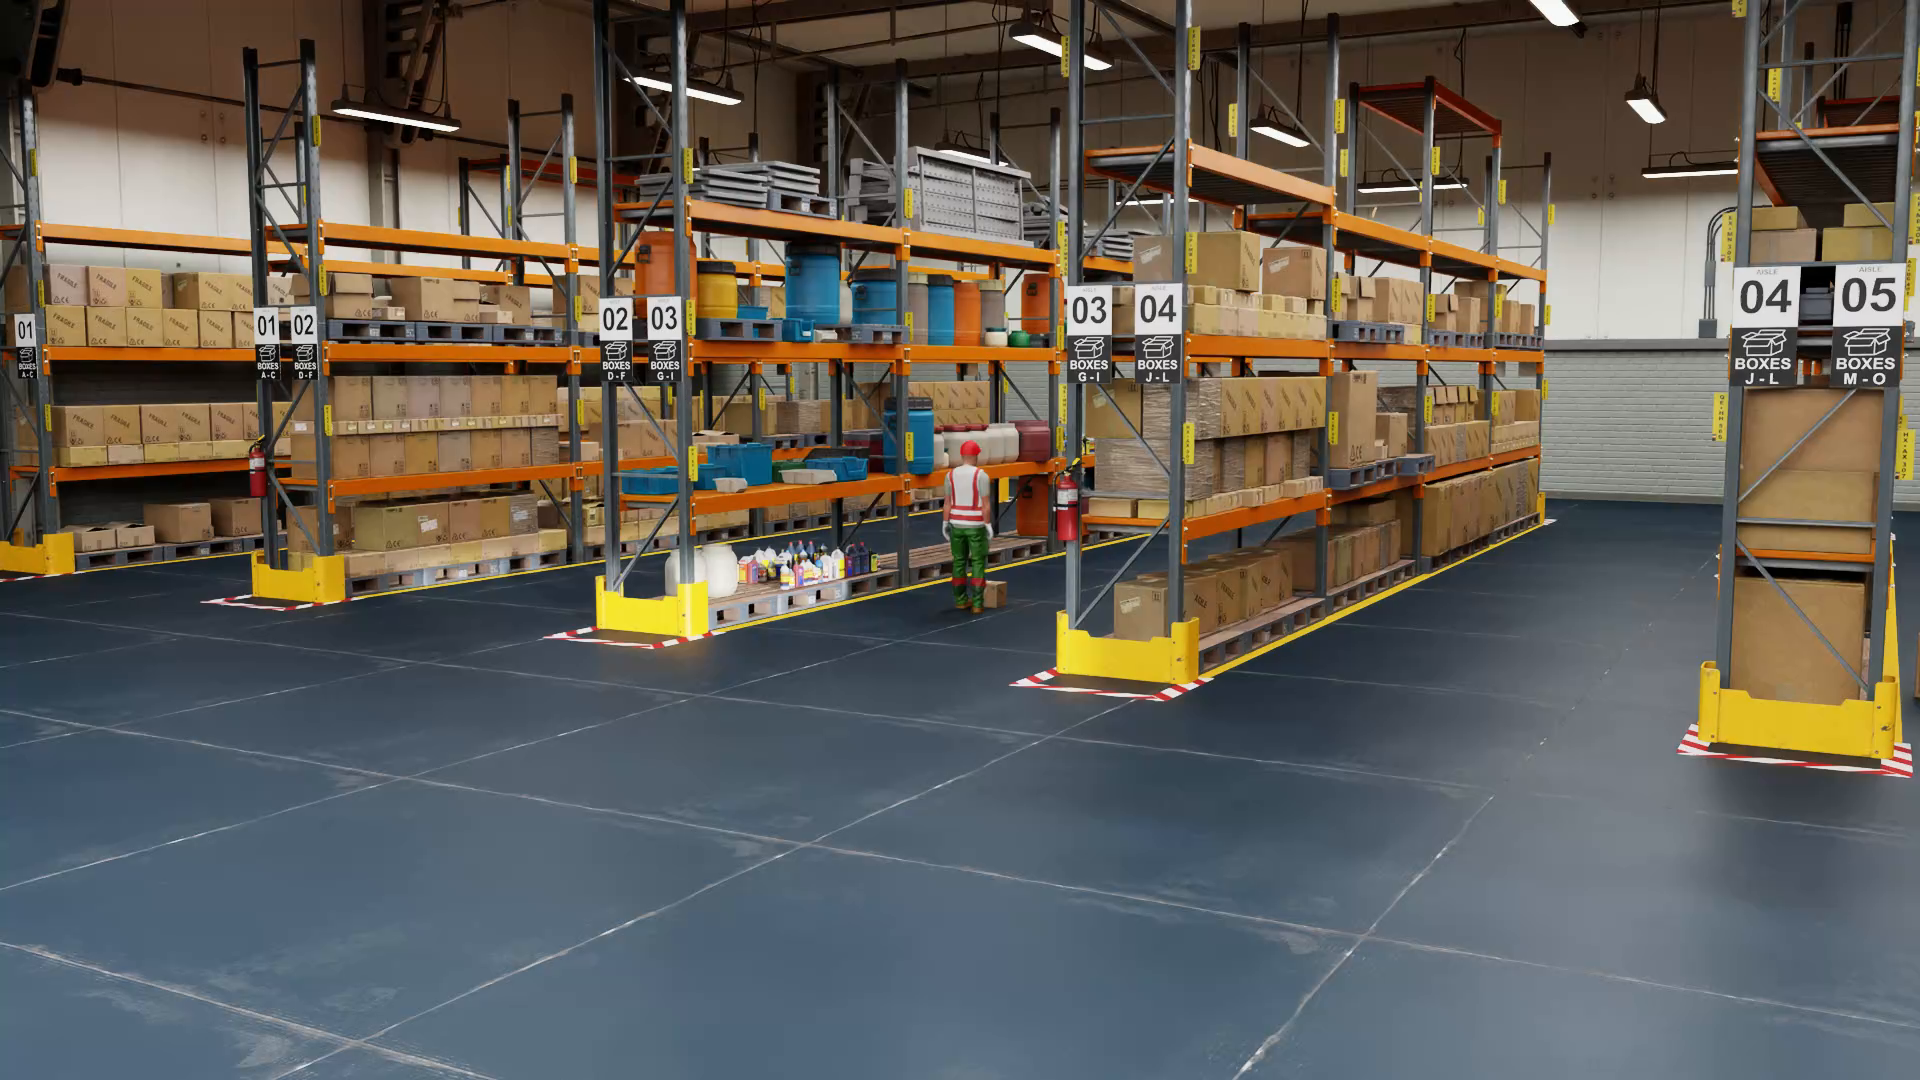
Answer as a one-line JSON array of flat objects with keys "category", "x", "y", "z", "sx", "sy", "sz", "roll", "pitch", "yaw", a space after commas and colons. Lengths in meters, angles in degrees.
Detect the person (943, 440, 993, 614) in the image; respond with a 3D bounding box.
[{"category": "person", "x": 0.117, "y": -0.149, "z": 17.384, "sx": 0.575, "sy": 1.791, "sz": 0.554, "roll": 3, "pitch": 6, "yaw": 25}]
